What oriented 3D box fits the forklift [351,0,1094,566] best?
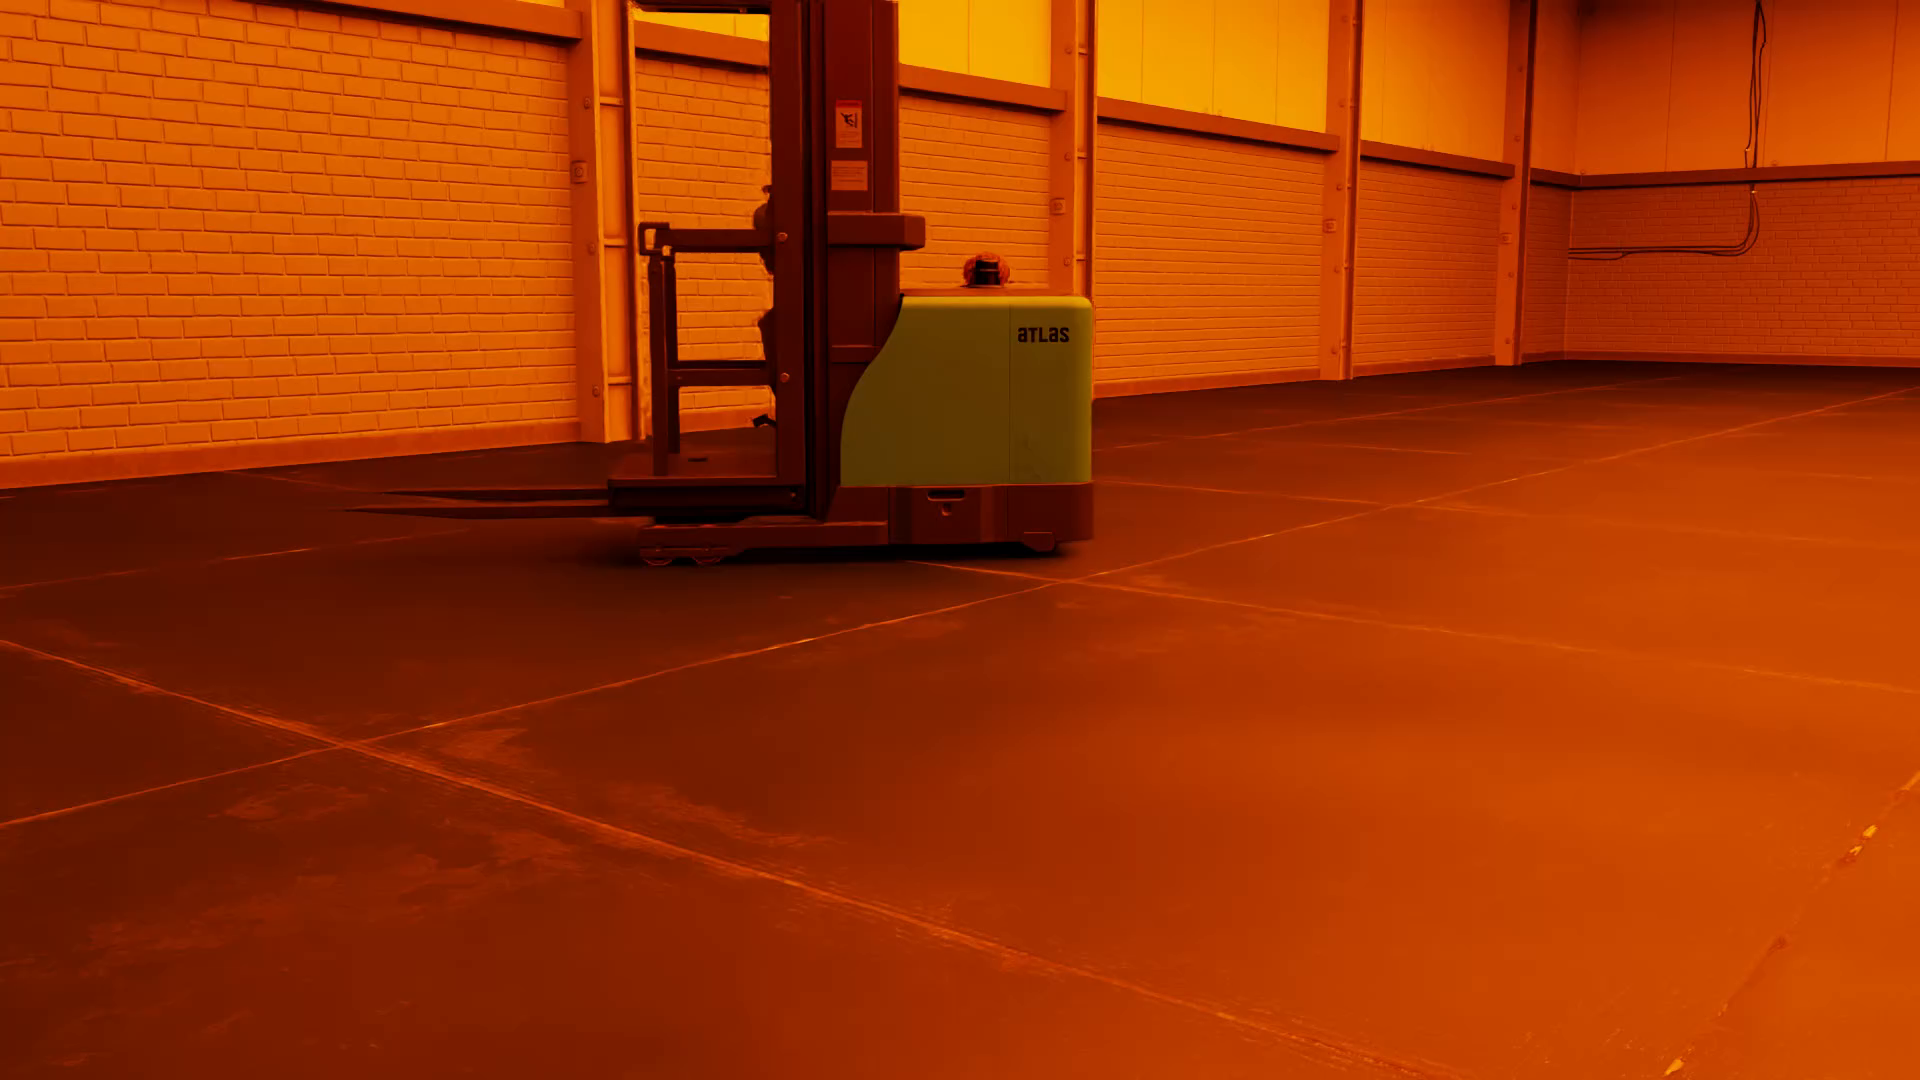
[{"bbox_3d":[-0.994,-1.426,7.028,3.031,2.935,1.130,-1,8,-7],"label":"forklift"}]

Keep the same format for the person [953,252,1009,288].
[{"bbox_3d":[0.129,-0.786,8.294,0.657,1.252,1.310,2,9,14],"label":"person"}]
